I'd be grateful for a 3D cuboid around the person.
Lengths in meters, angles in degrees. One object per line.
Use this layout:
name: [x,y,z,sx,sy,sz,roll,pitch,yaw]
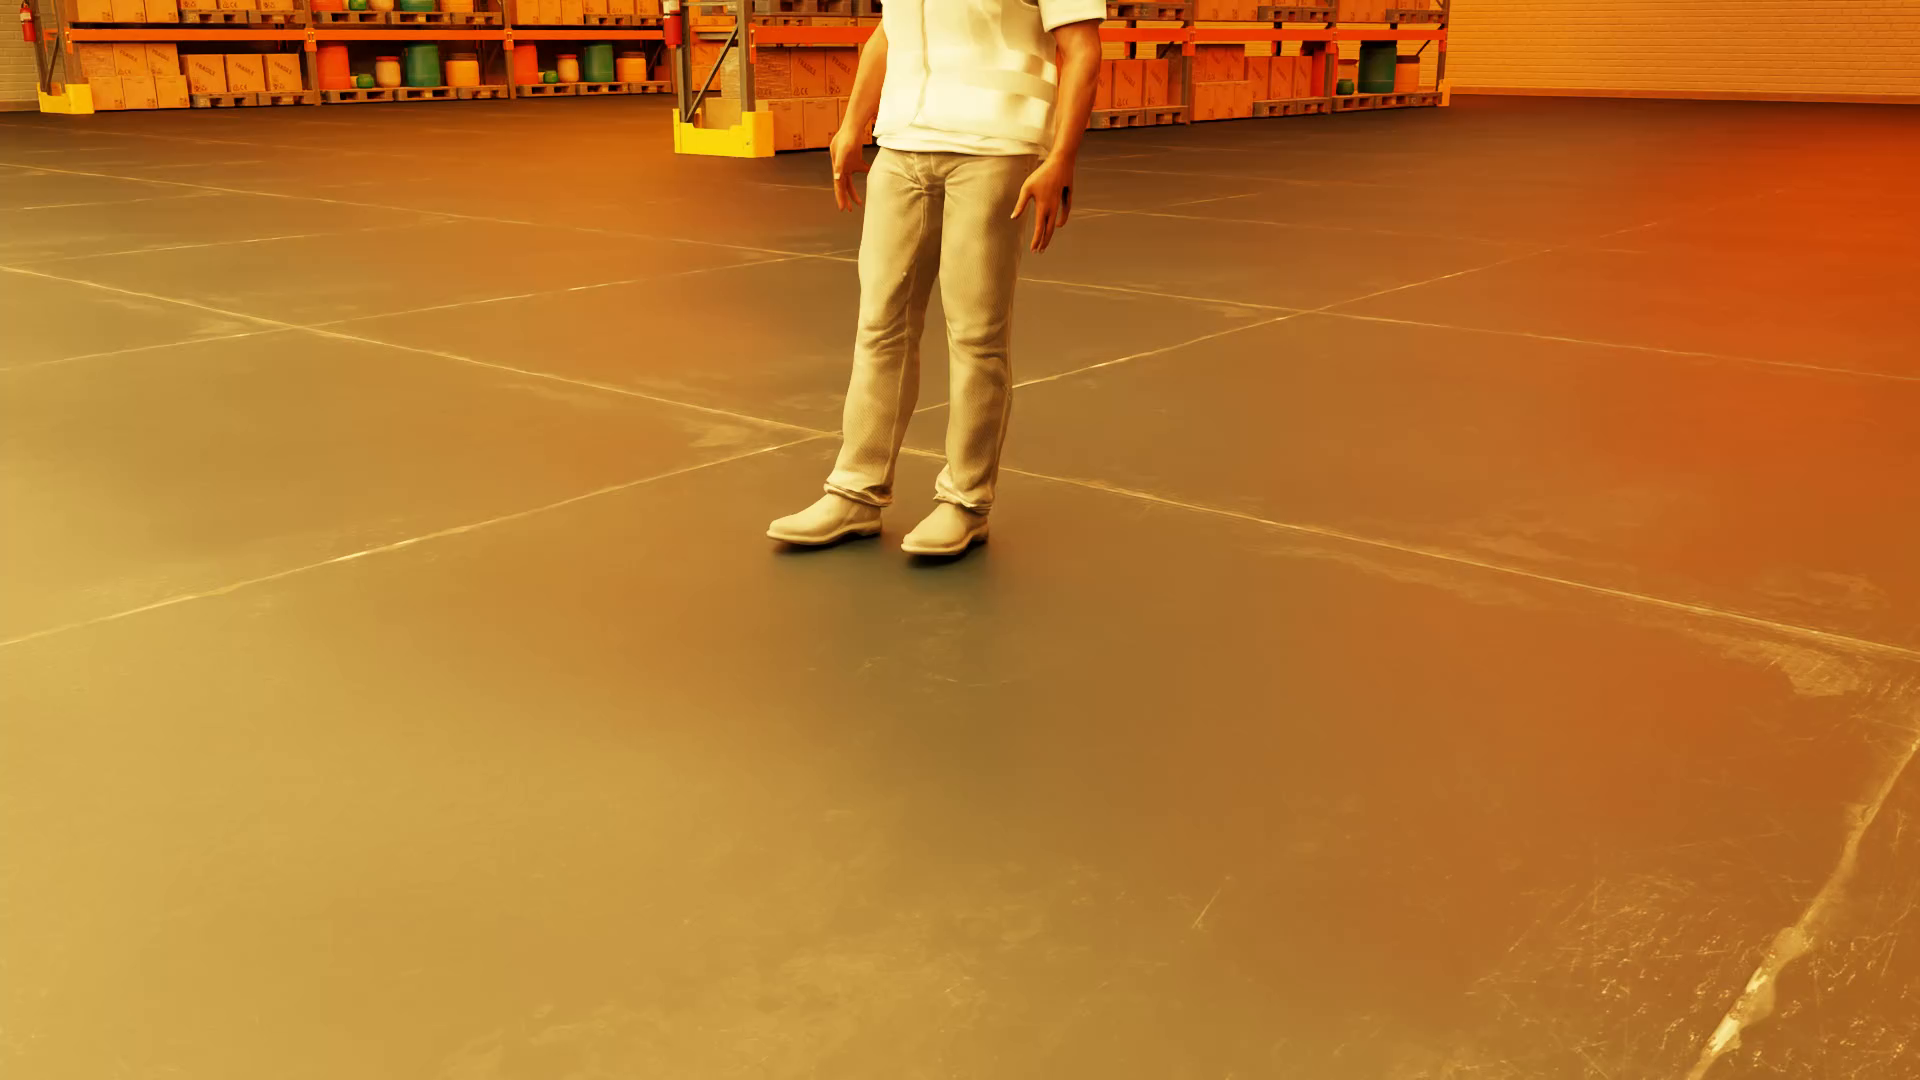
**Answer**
person: [-0.049,-0.838,3.636,0.665,1.765,0.577,13,21,37]
